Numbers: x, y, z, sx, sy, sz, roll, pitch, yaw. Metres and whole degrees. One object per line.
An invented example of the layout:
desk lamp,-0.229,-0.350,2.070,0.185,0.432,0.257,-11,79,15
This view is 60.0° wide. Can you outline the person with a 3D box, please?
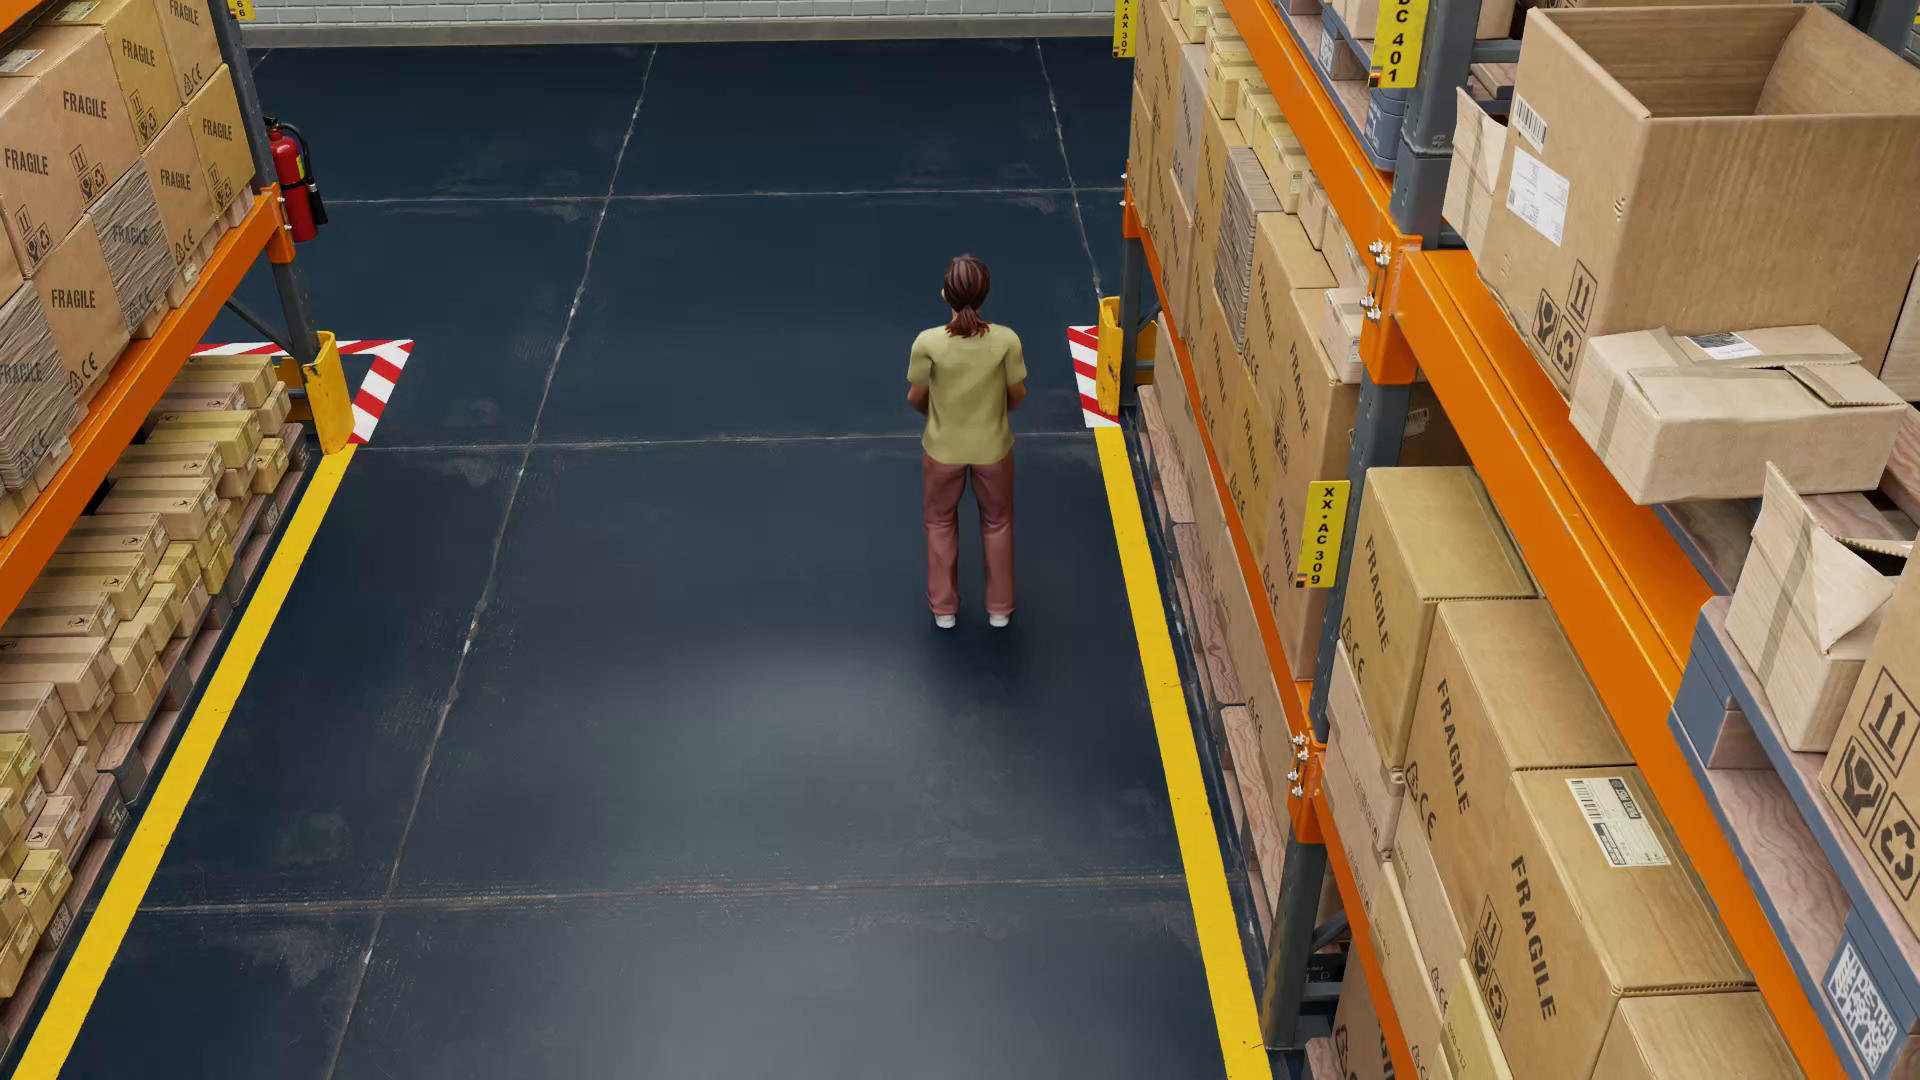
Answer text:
person,0.026,-0.385,6.687,0.468,1.675,0.435,-1,35,-2
